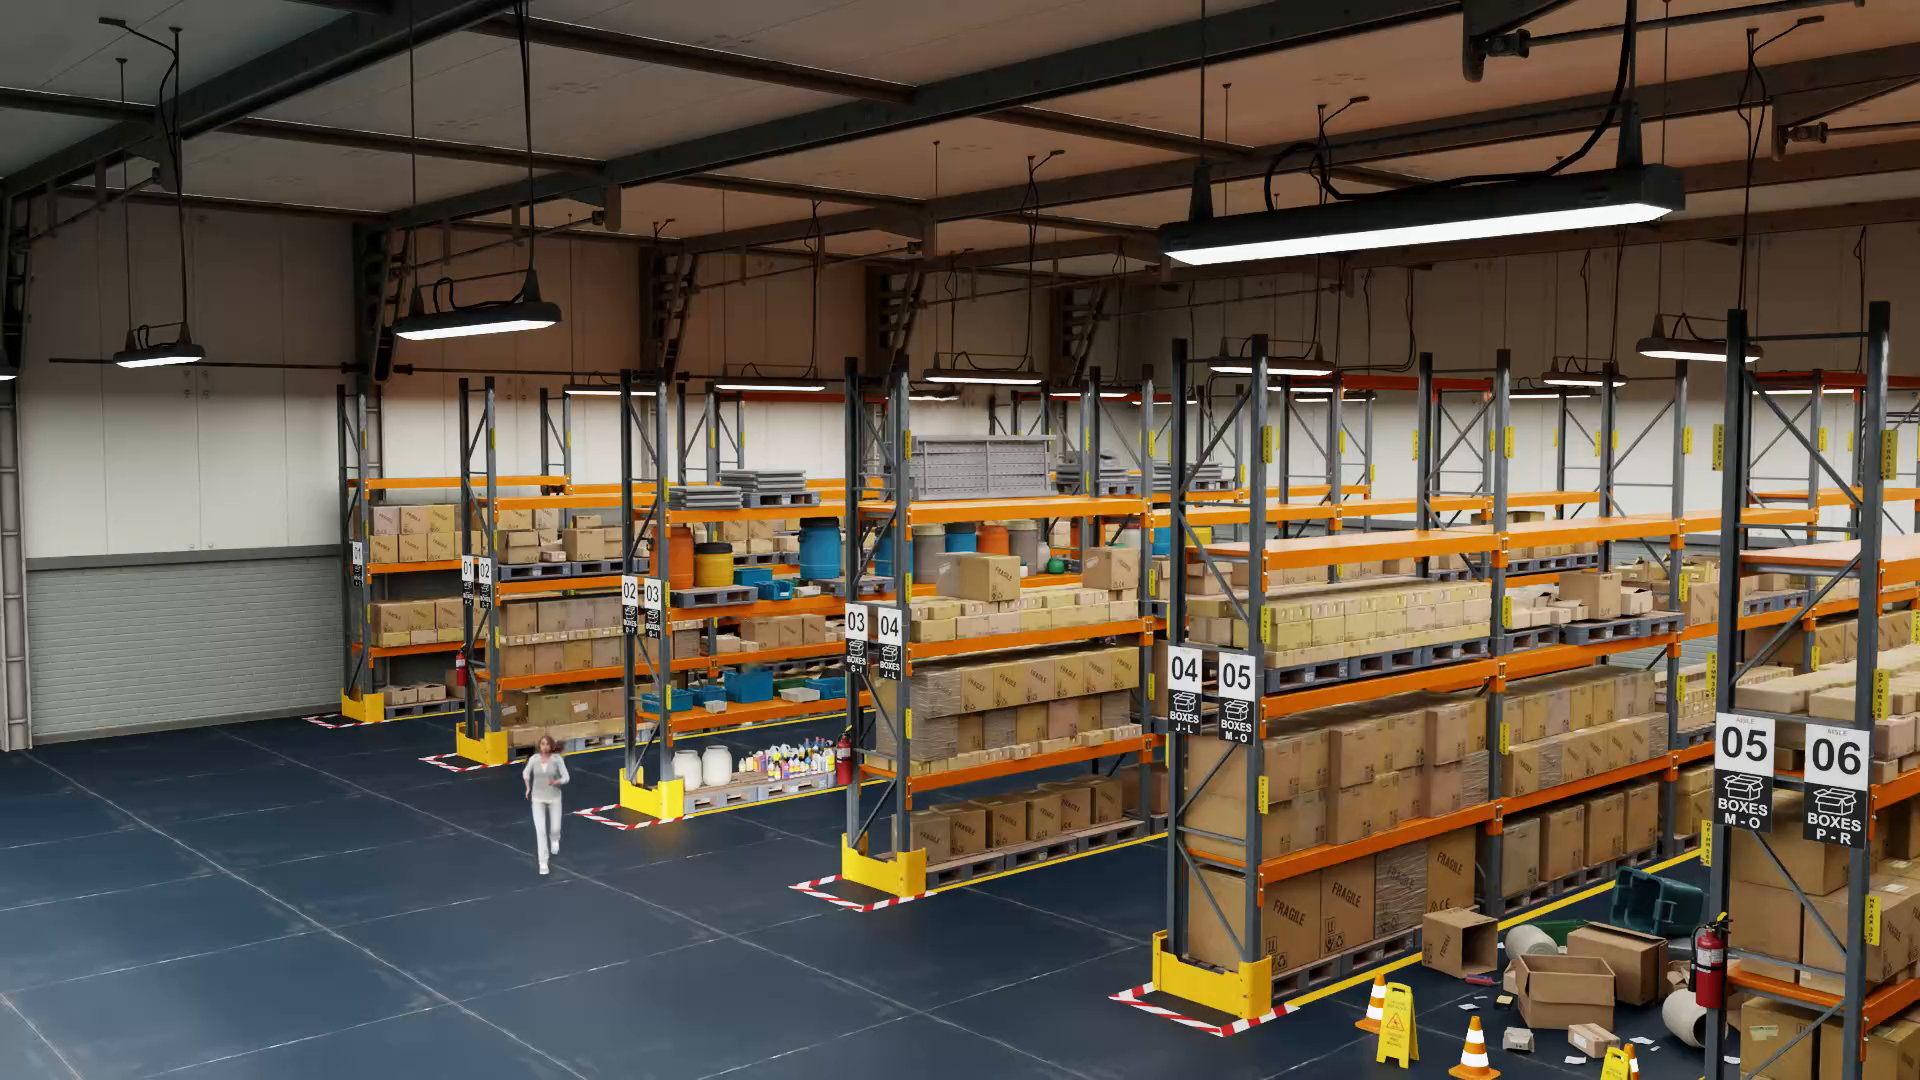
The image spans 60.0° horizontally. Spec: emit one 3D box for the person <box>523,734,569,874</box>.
[{"bbox_3d":[-4.883,3.075,19.622,0.545,1.574,0.859,-1,4,-11],"label":"person"}]

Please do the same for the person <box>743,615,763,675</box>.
[{"bbox_3d":[-3.947,2.267,31.292,0.648,1.693,0.613,3,5,41],"label":"person"}]

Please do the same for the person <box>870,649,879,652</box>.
[{"bbox_3d":[-1.610,2.094,34.819,0.614,1.609,0.575,3,5,41],"label":"person"}]
